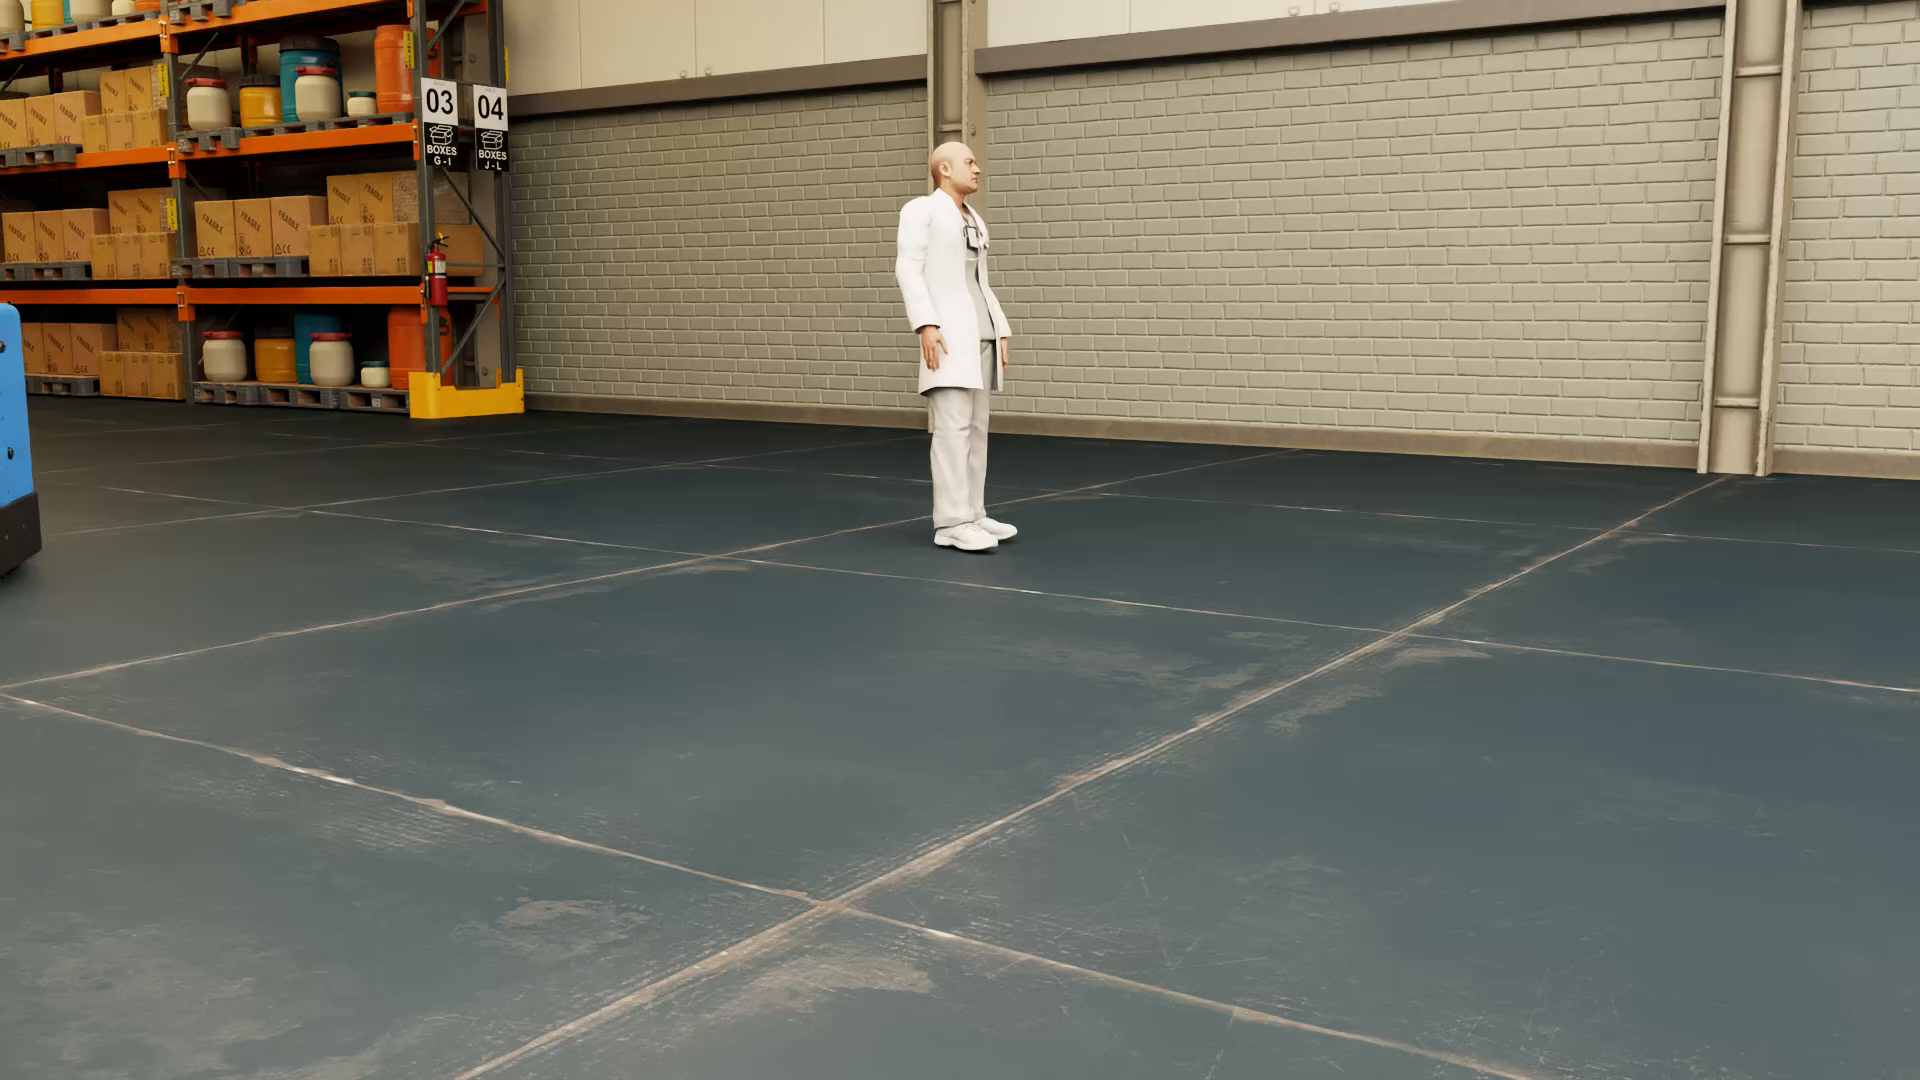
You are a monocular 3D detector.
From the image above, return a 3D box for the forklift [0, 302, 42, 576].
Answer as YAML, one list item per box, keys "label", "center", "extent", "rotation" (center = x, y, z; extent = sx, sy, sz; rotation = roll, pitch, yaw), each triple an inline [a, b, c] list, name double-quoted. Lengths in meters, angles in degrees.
- label: "forklift"
  center: [-5.073, -1.218, 5.755]
  extent: [3.031, 2.935, 1.130]
  rotation: [-3, 8, -18]

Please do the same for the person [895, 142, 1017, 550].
- label: "person"
  center: [0.072, -0.880, 7.424]
  extent: [0.581, 1.776, 0.696]
  rotation: [5, 10, 34]
